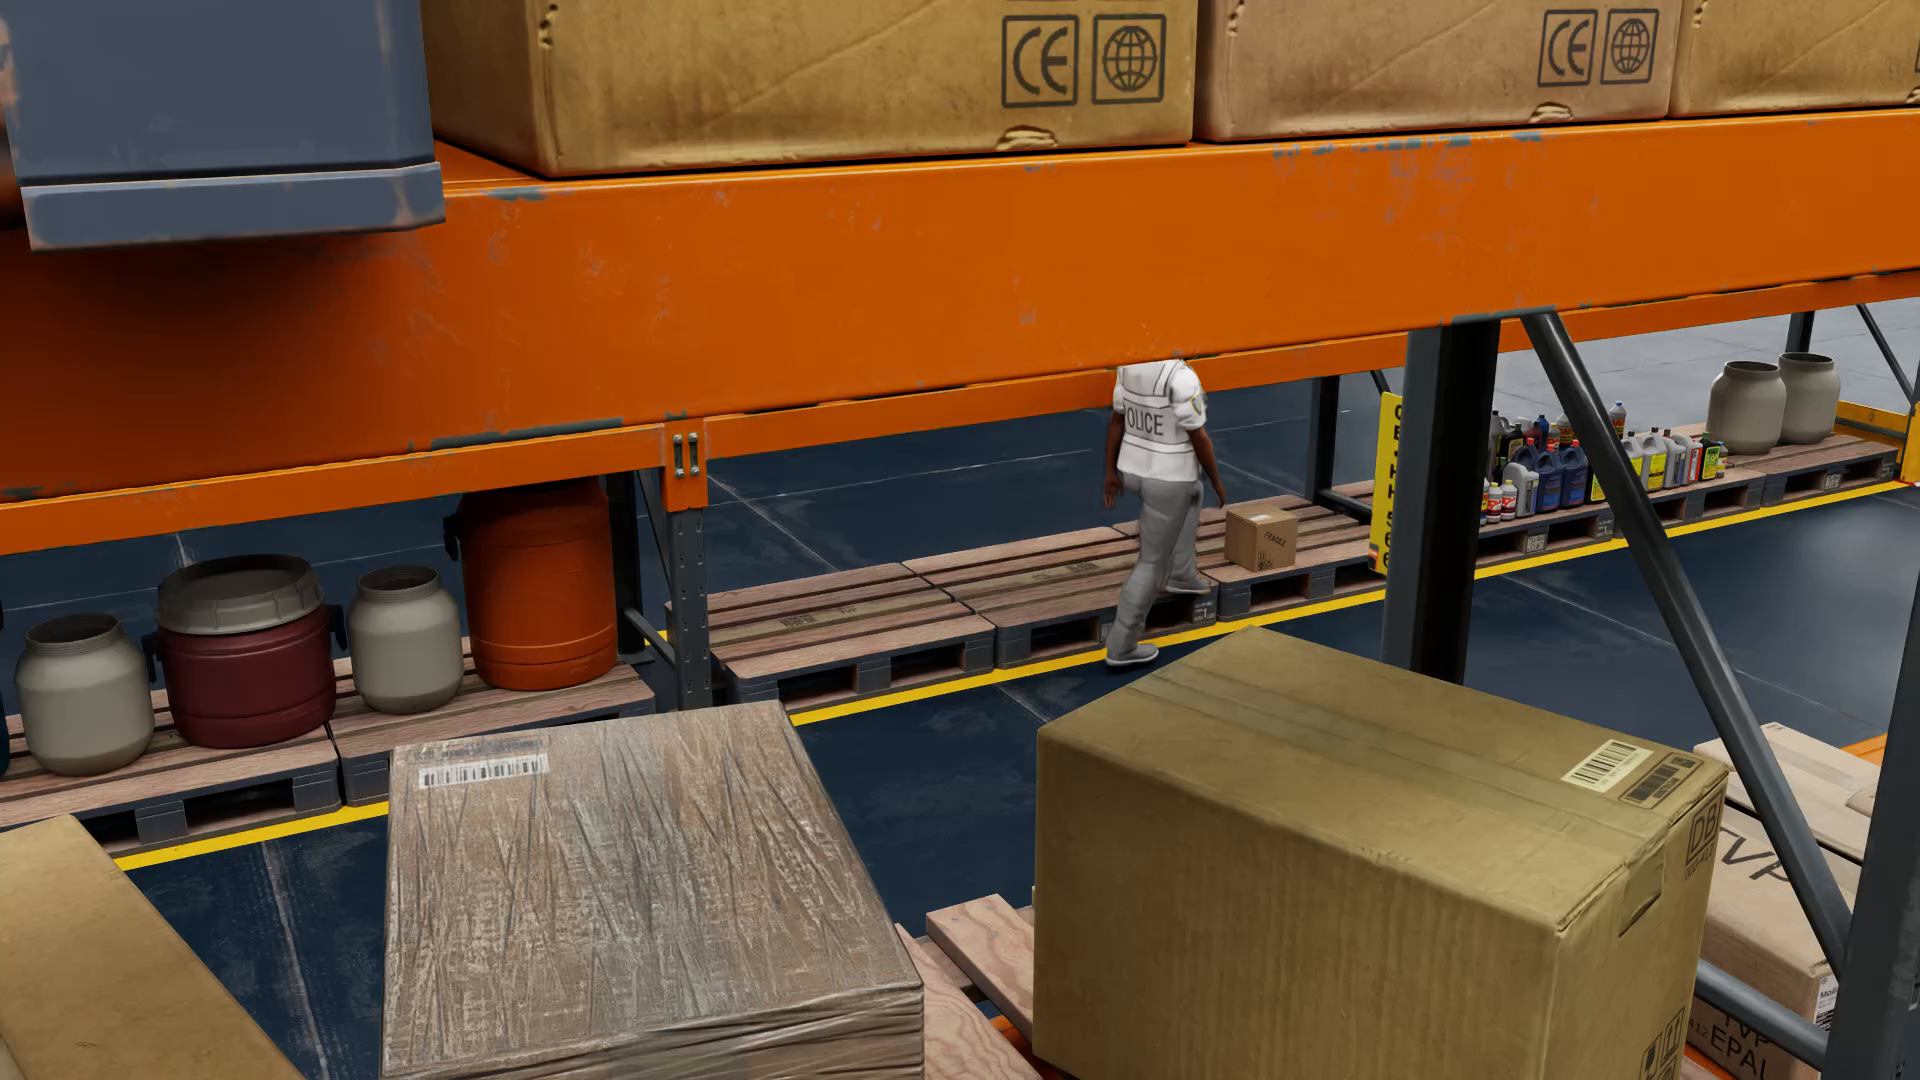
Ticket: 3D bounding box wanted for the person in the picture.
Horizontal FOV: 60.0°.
[{"bbox_3d":[0.956,-0.295,7.359,0.780,1.660,0.488,-12,22,-32],"label":"person"}]
